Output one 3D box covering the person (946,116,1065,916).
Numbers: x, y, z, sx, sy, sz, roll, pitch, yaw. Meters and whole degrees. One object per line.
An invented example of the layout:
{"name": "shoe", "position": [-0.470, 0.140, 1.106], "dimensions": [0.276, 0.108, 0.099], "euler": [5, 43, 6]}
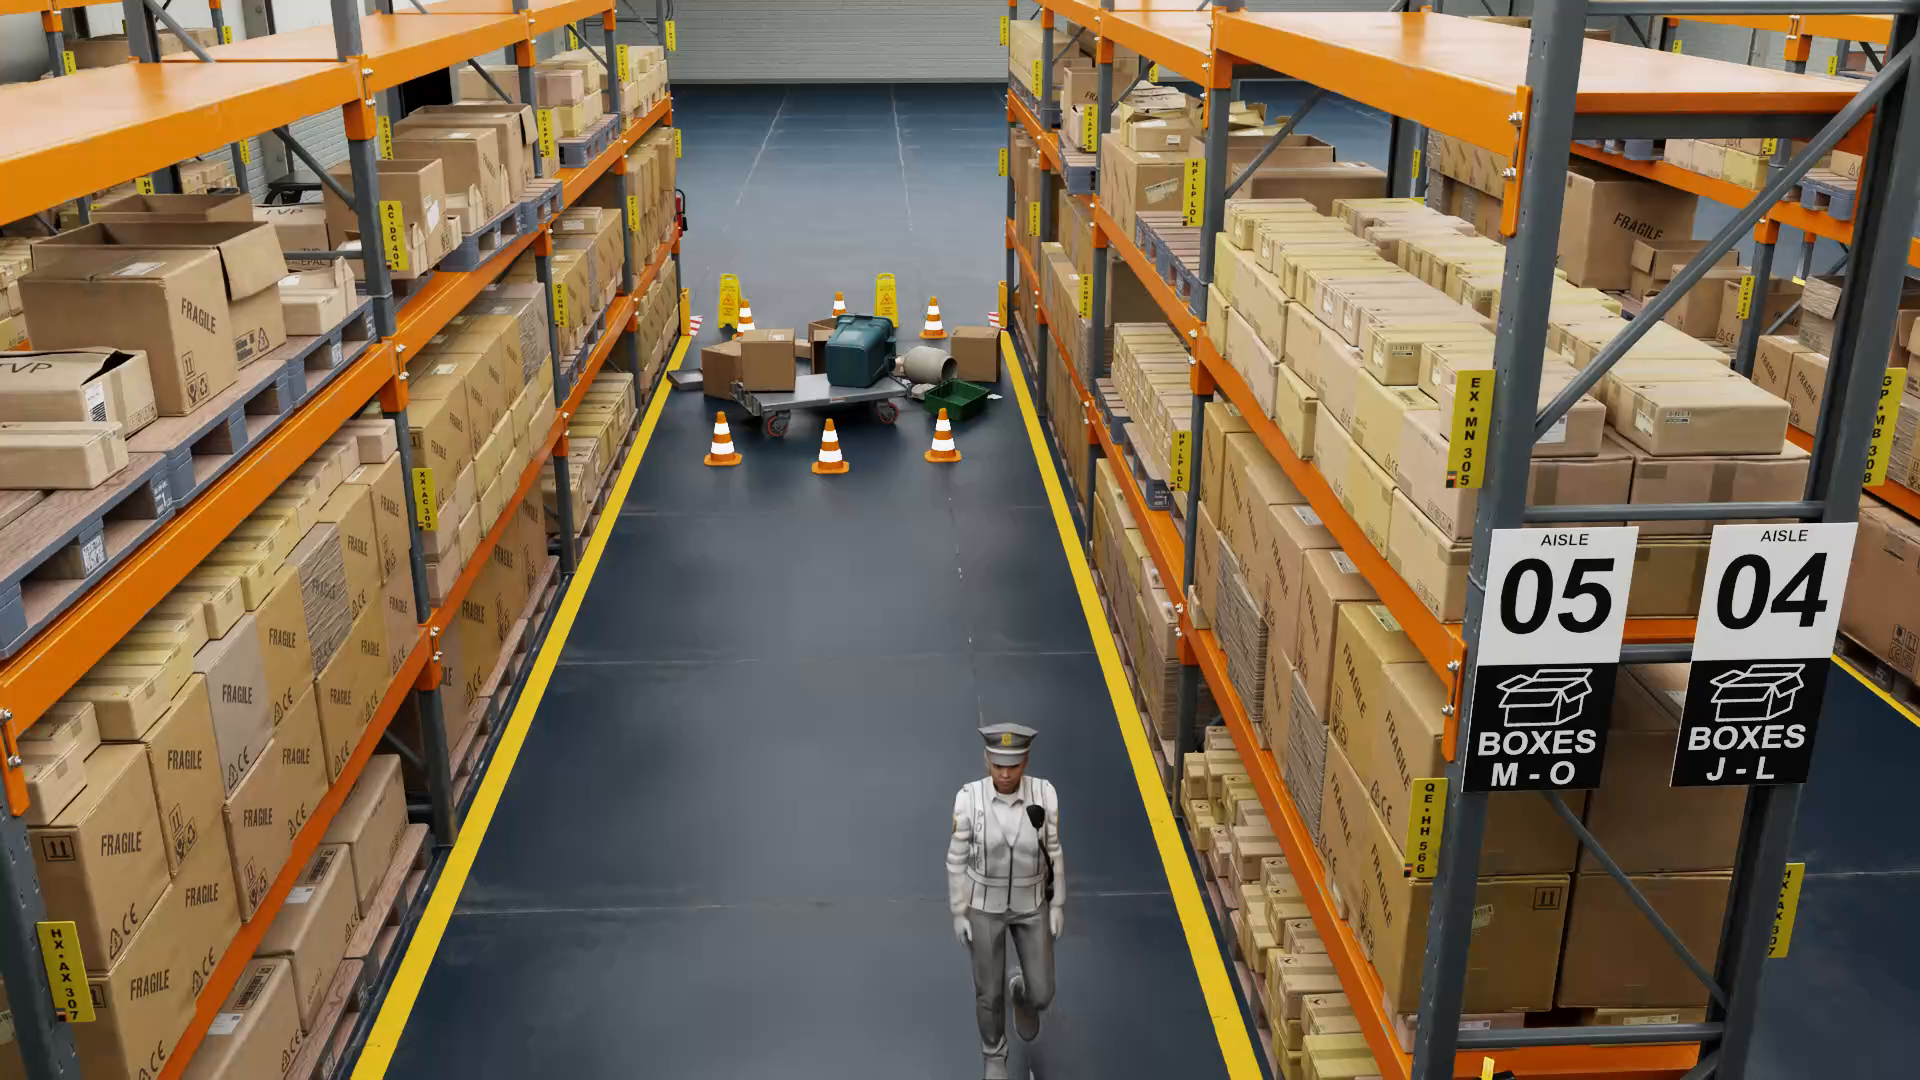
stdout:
{"name": "person", "position": [-1.072, -0.711, 9.580], "dimensions": [5.304, 2.347, 21.858], "euler": [-1, 21, -3]}
